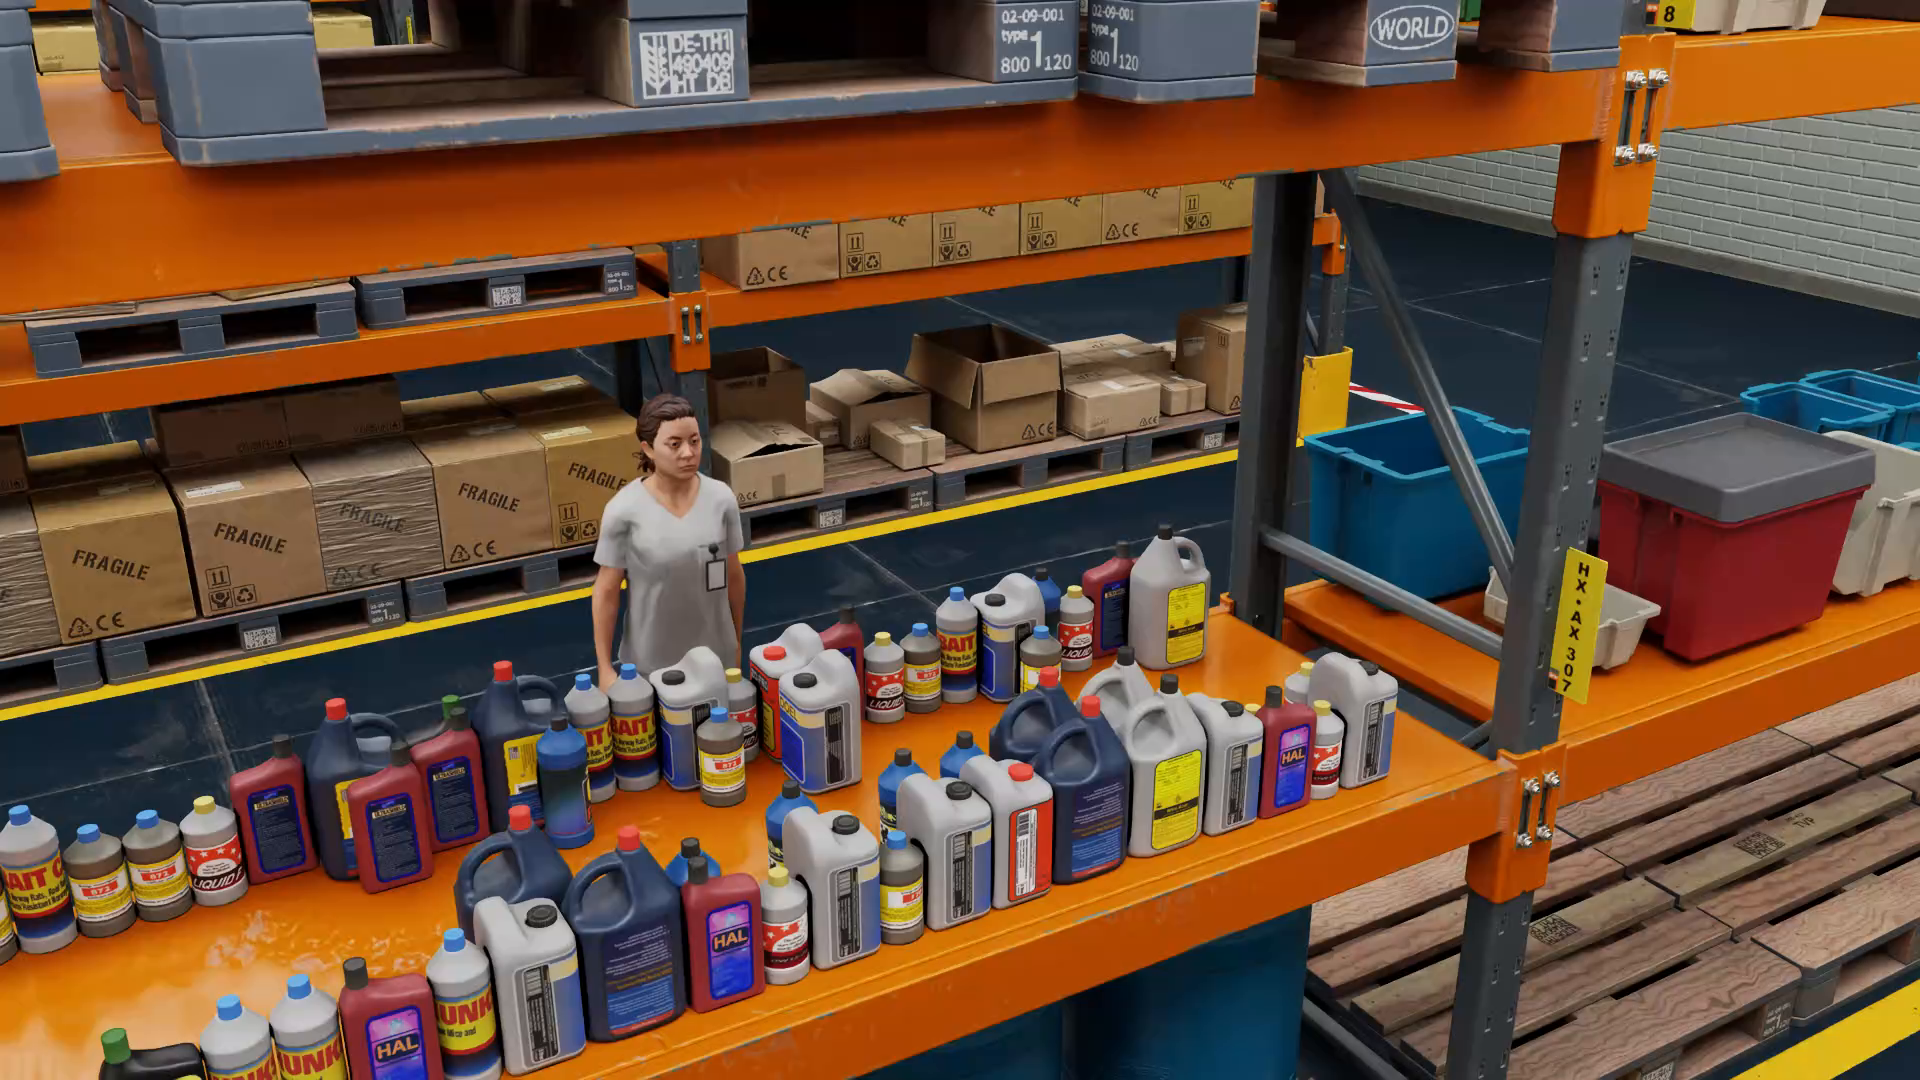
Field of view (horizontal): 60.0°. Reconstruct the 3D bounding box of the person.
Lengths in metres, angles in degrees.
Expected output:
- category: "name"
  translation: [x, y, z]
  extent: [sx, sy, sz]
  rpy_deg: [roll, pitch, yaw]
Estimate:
- category: "person"
  translation: [-0.865, 0.389, 5.076]
  extent: [0.509, 1.683, 0.449]
  rpy_deg: [-9, 24, -21]
